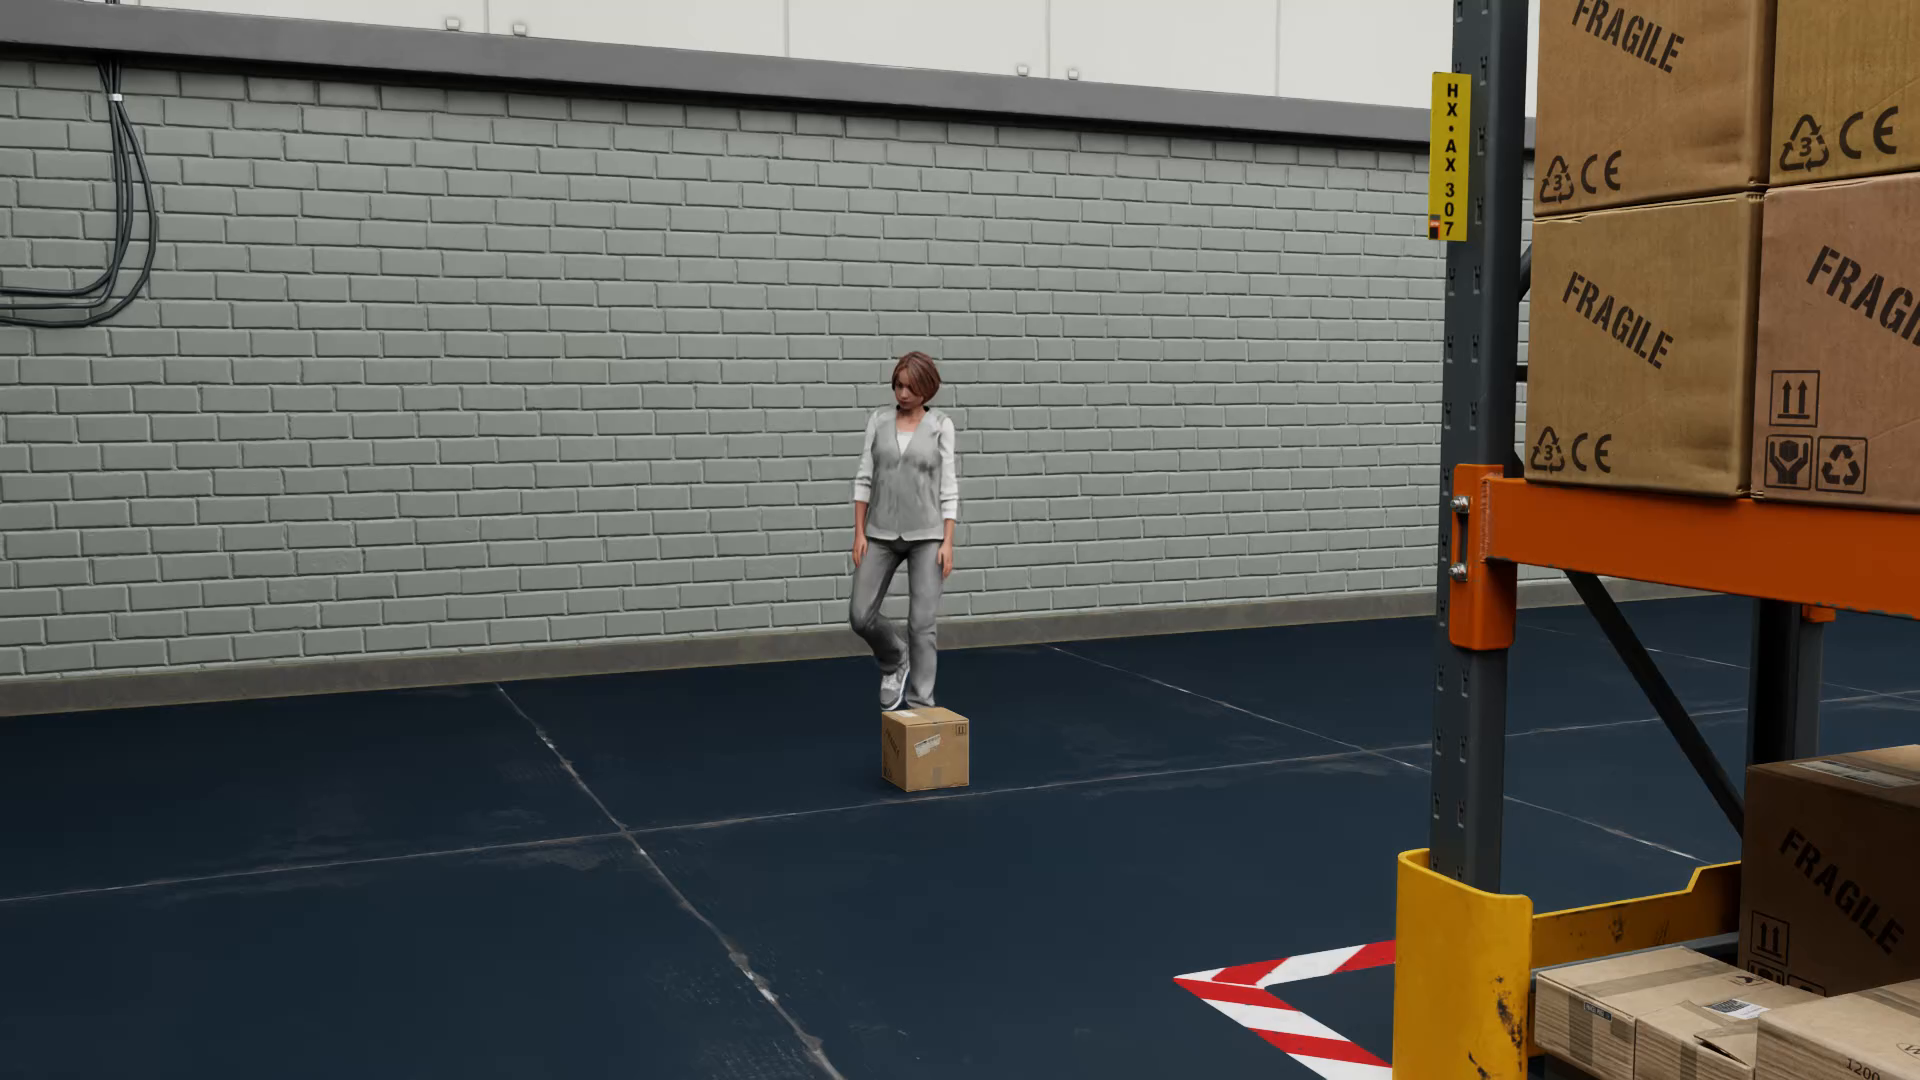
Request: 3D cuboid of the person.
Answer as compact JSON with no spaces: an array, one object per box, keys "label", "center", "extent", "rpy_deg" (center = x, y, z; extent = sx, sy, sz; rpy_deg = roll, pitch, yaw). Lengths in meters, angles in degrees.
[{"label":"person","center":[-0.220,0.020,6.902],"extent":[0.442,1.577,0.571],"rpy_deg":[1,6,10]}]
